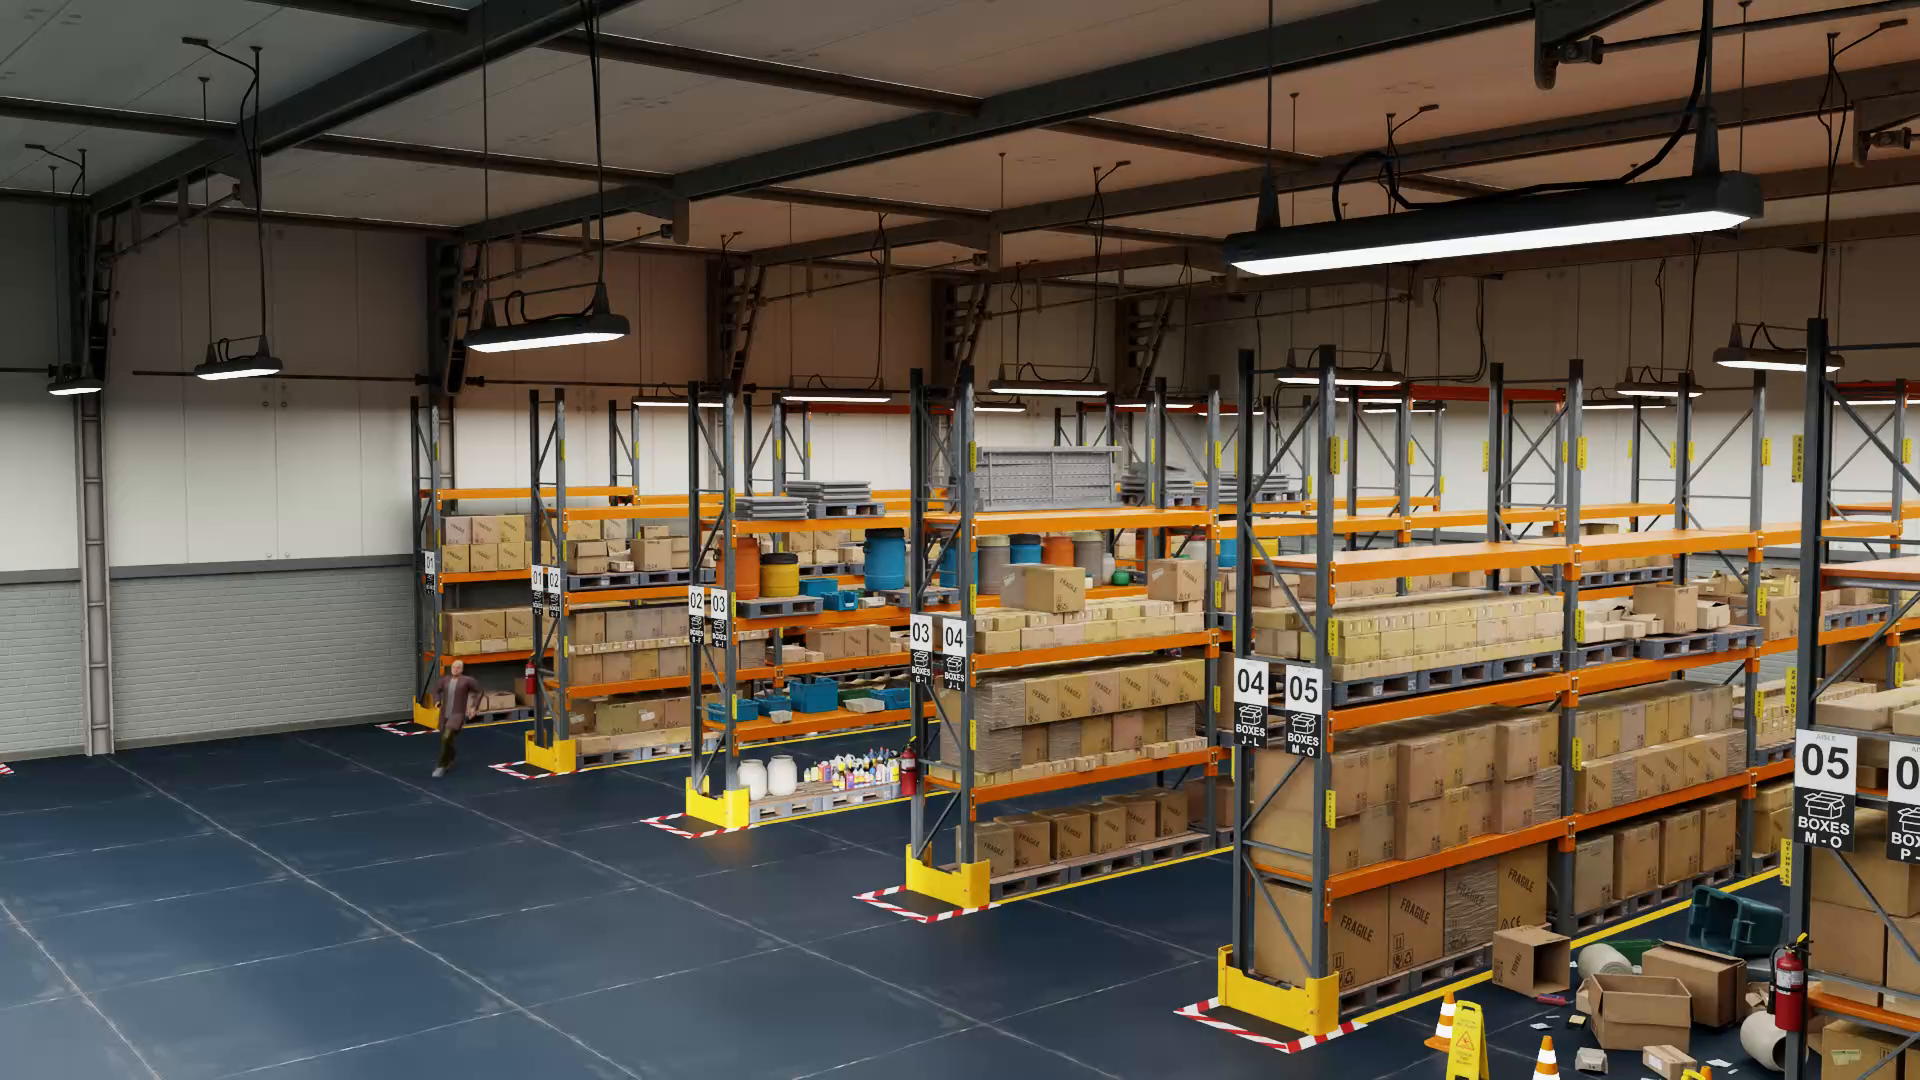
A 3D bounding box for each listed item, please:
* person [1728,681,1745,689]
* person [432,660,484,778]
[{"bbox_3d":[11.219,2.905,24.096,0.681,1.742,0.553,-3,4,-40],"label":"person"},{"bbox_3d":[-7.884,2.767,25.934,0.768,1.807,0.837,1,3,14],"label":"person"}]
